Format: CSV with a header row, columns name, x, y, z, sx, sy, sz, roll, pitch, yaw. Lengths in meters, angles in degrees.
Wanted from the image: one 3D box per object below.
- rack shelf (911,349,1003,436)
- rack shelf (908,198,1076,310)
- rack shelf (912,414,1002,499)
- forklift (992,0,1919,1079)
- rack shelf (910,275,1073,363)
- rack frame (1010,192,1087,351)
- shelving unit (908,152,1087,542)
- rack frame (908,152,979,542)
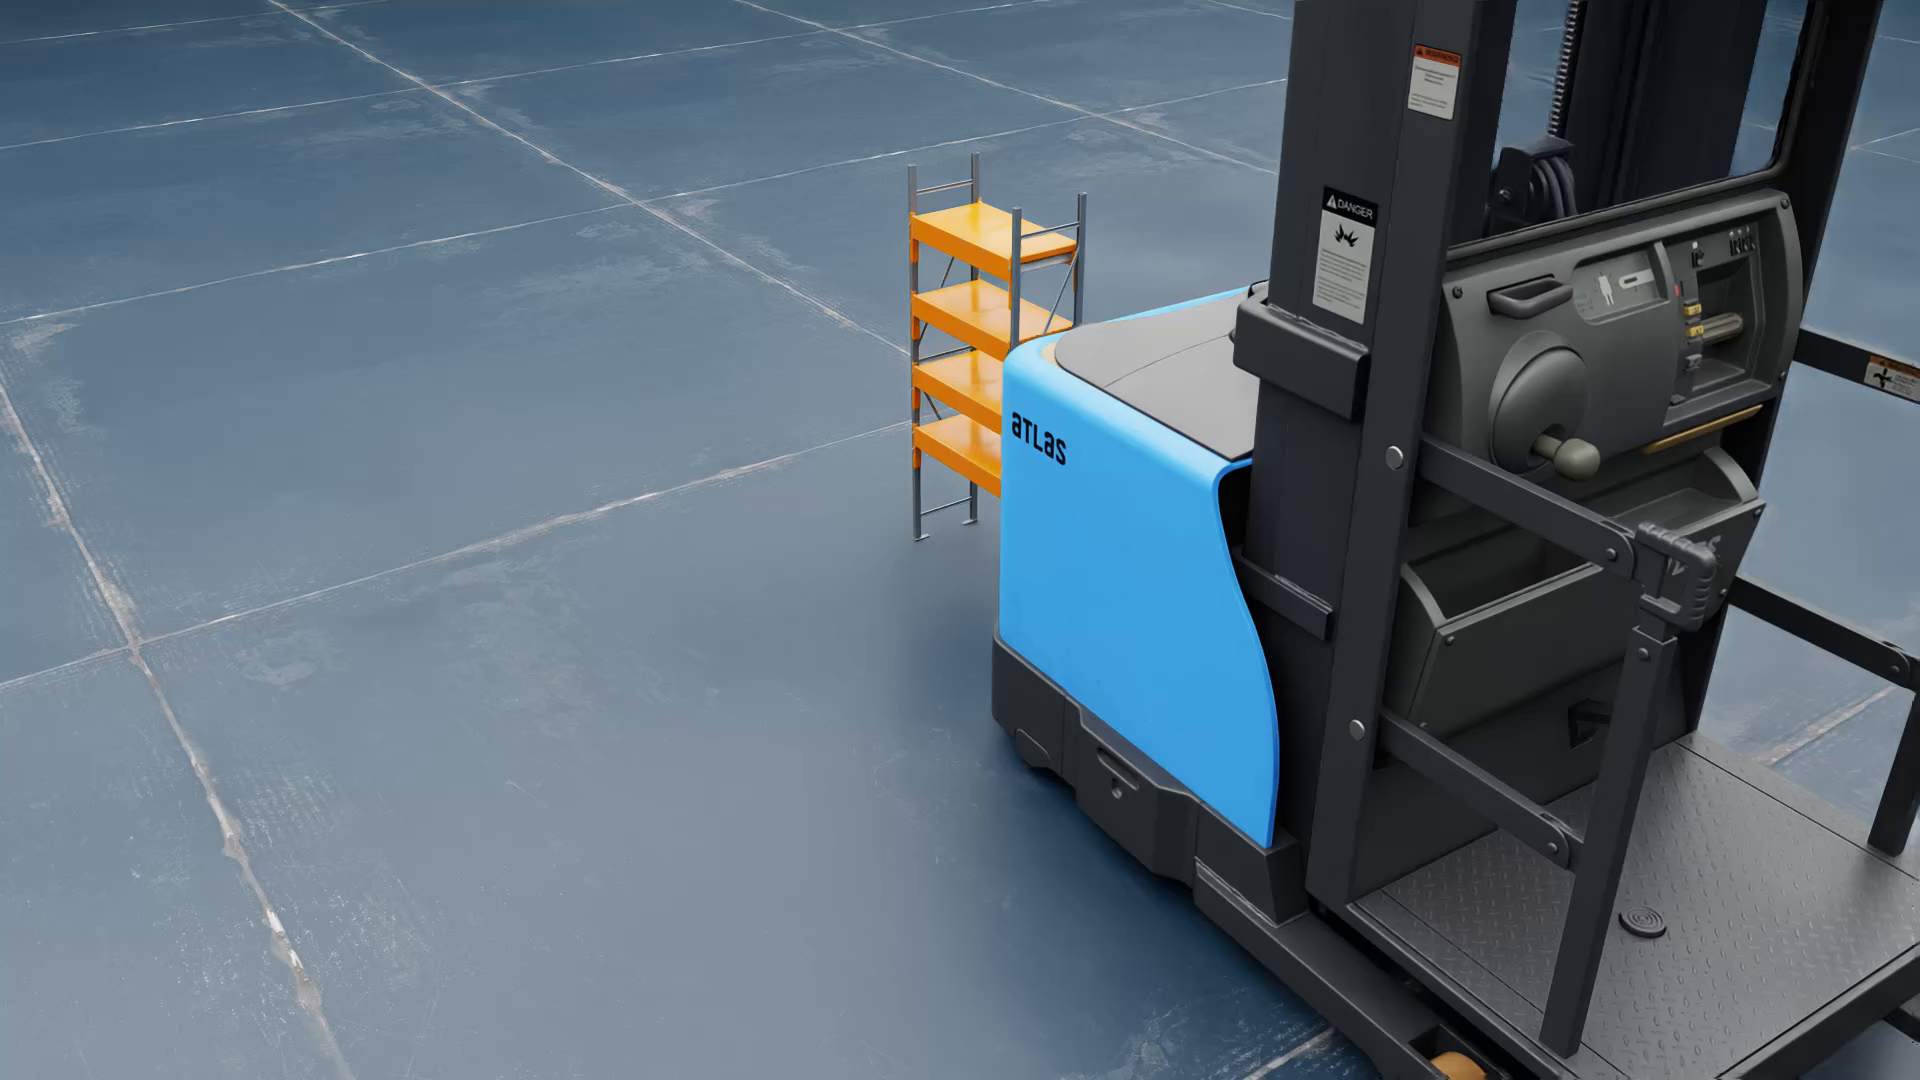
name,x,y,z,sx,sy,sz,roll,pitch,yaw
rack shelf,0.096,-0.404,4.877,0.258,0.148,0.480,-19,34,-31
rack shelf,0.096,-0.808,4.658,0.258,0.148,0.480,-19,34,-31
rack shelf,0.096,-0.229,4.972,0.258,0.148,0.480,-19,34,-31
forklift,1.305,-0.328,2.784,1.130,2.935,3.031,-17,33,-29
rack shelf,0.096,-0.600,4.771,0.258,0.148,0.480,-19,34,-31
rack frame,0.238,-0.368,4.670,0.240,1.200,0.015,-19,34,-31
shelving unit,0.096,-0.463,4.845,0.258,1.200,0.503,-19,34,-31
rack frame,-0.046,-0.558,5.020,0.240,1.200,0.015,-19,34,-31
